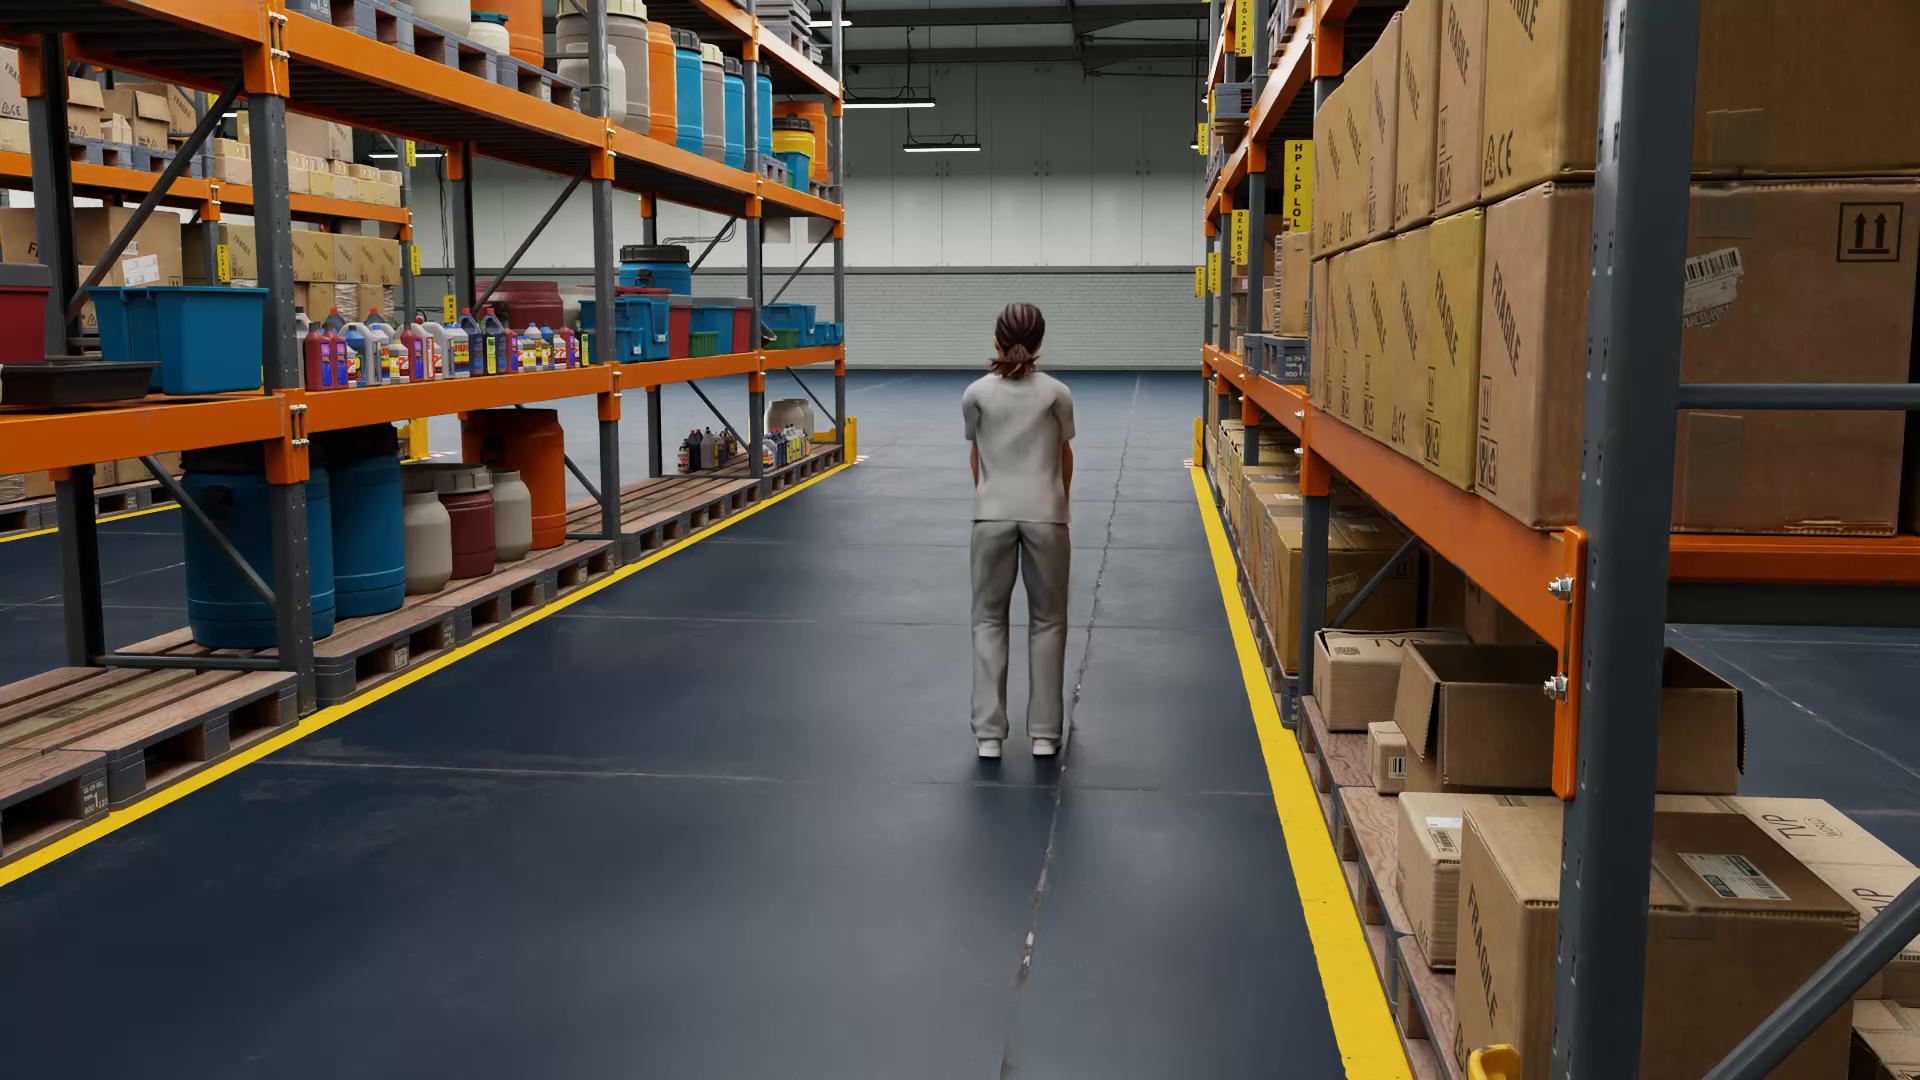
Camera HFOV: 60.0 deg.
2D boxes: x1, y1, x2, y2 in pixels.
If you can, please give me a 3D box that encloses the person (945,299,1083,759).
[{"bbox_3d":[0.203,-0.038,6.088,0.512,1.671,0.367,0,8,3],"label":"person"}]
